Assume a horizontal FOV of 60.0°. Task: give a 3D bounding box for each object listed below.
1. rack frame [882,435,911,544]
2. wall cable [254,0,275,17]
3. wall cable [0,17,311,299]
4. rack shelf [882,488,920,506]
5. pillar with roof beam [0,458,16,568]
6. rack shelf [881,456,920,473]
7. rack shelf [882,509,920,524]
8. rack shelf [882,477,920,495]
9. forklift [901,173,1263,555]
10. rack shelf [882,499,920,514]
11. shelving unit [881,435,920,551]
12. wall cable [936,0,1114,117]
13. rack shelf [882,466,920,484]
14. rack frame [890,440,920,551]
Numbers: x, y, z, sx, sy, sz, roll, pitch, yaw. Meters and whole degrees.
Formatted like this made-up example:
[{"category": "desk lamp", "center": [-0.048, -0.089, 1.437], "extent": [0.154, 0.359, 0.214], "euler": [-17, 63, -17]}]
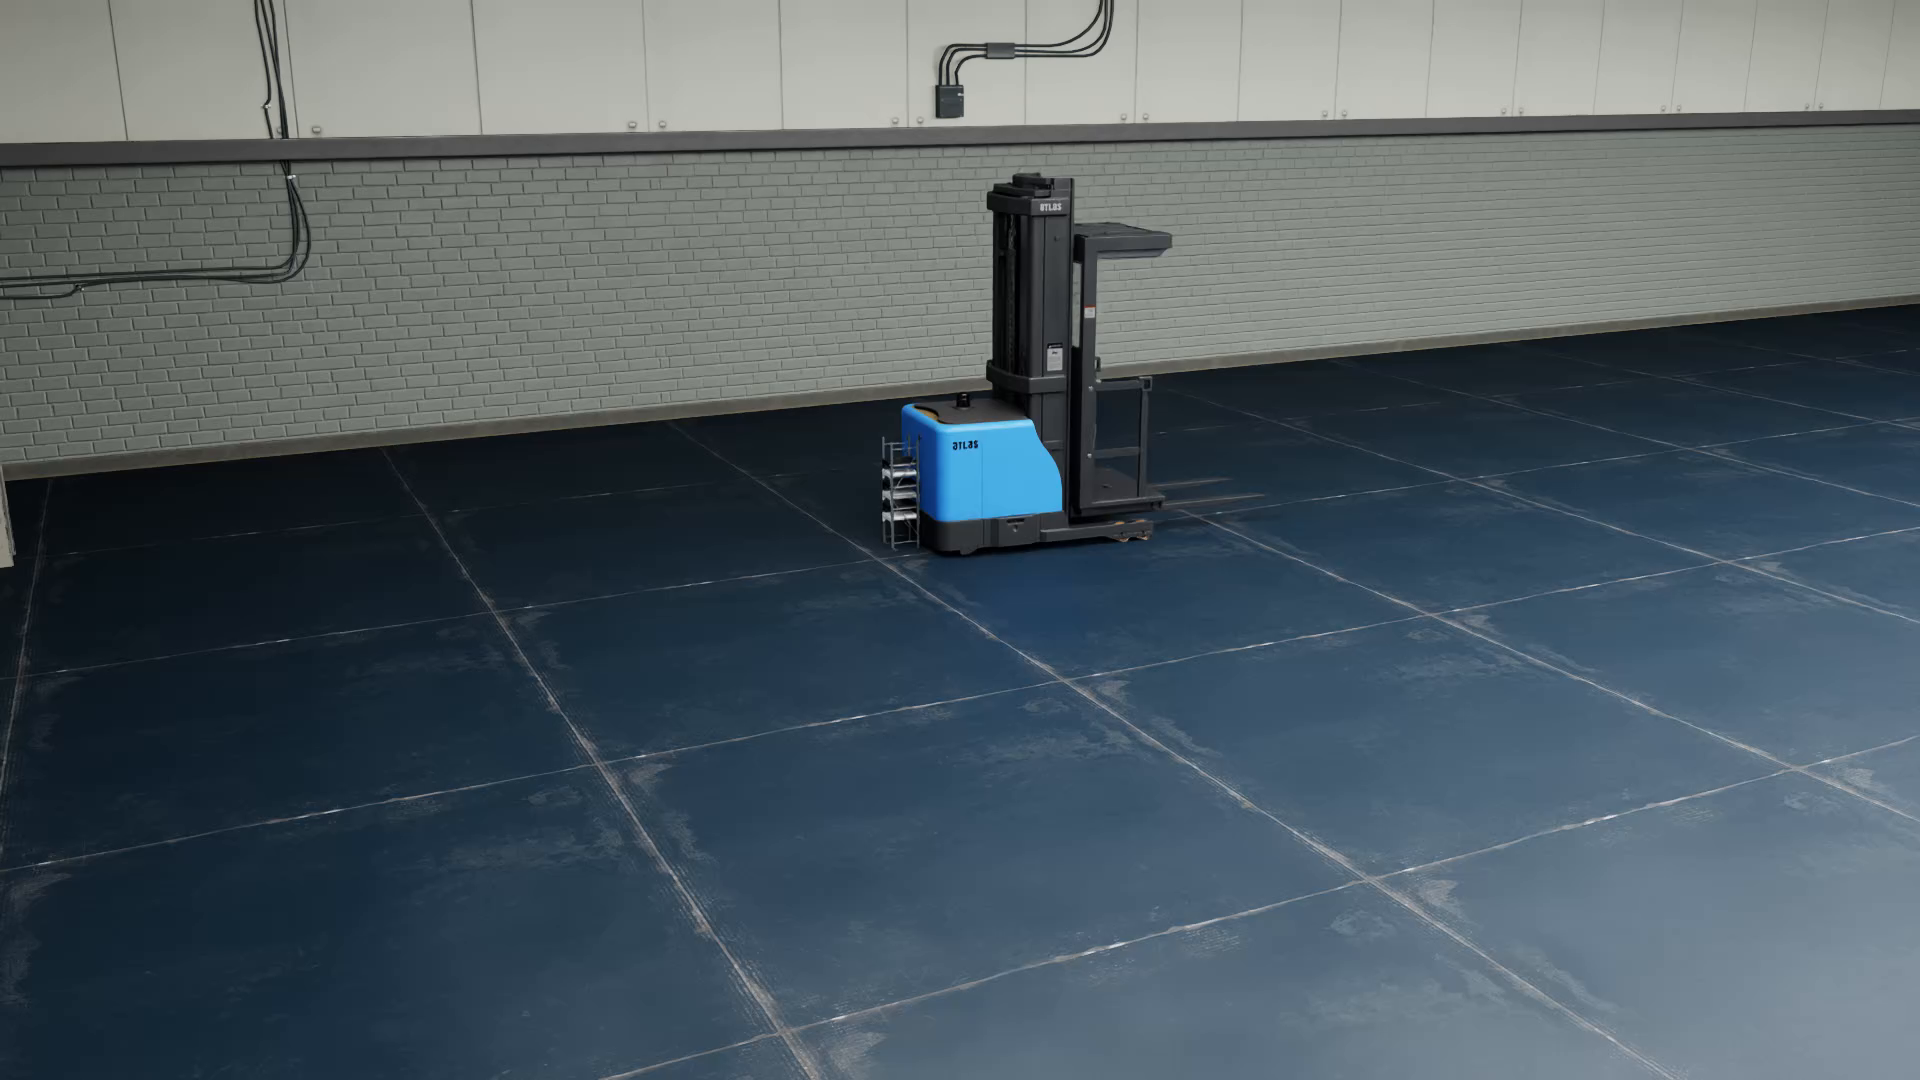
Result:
[{"category": "rack frame", "center": [-0.516, -0.409, 13.543], "extent": [0.240, 0.900, 0.006], "euler": [-6, 17, -21]}, {"category": "wall cable", "center": [-5.319, -6.304, 15.876], "extent": [3.097, 2.526, 0.112], "euler": [-8, 18, -25]}, {"category": "wall cable", "center": [-7.750, -3.549, 15.434], "extent": [3.097, 2.526, 0.112], "euler": [-8, 18, -25]}, {"category": "rack shelf", "center": [-0.479, -0.351, 13.462], "extent": [0.258, 0.077, 0.200], "euler": [-6, 17, -21]}, {"category": "pillar with roof beam", "center": [-3.779, -4.672, 13.716], "extent": [9.100, 9.000, 0.400], "euler": [-8, 18, -25]}, {"category": "rack shelf", "center": [-0.479, -0.610, 13.387], "extent": [0.258, 0.077, 0.200], "euler": [-6, 17, -21]}, {"category": "rack shelf", "center": [-0.479, -0.178, 13.511], "extent": [0.258, 0.077, 0.200], "euler": [-6, 17, -21]}, {"category": "rack shelf", "center": [-0.479, -0.437, 13.437], "extent": [0.258, 0.077, 0.200], "euler": [-6, 17, -21]}, {"category": "forklift", "center": [1.073, -1.521, 13.737], "extent": [3.031, 2.935, 1.130], "euler": [-6, 17, -19]}, {"category": "rack shelf", "center": [-0.479, -0.264, 13.487], "extent": [0.258, 0.077, 0.200], "euler": [-6, 17, -21]}, {"category": "shelving unit", "center": [-0.479, -0.383, 13.452], "extent": [0.258, 0.900, 0.210], "euler": [-6, 17, -21]}, {"category": "wall cable", "center": [0.790, -7.820, 18.520], "extent": [2.305, 6.003, 0.169], "euler": [-8, 18, -25]}, {"category": "rack shelf", "center": [-0.479, -0.524, 13.412], "extent": [0.258, 0.077, 0.200], "euler": [-6, 17, -21]}, {"category": "rack frame", "center": [-0.441, -0.356, 13.362], "extent": [0.240, 0.900, 0.006], "euler": [-6, 17, -21]}]
